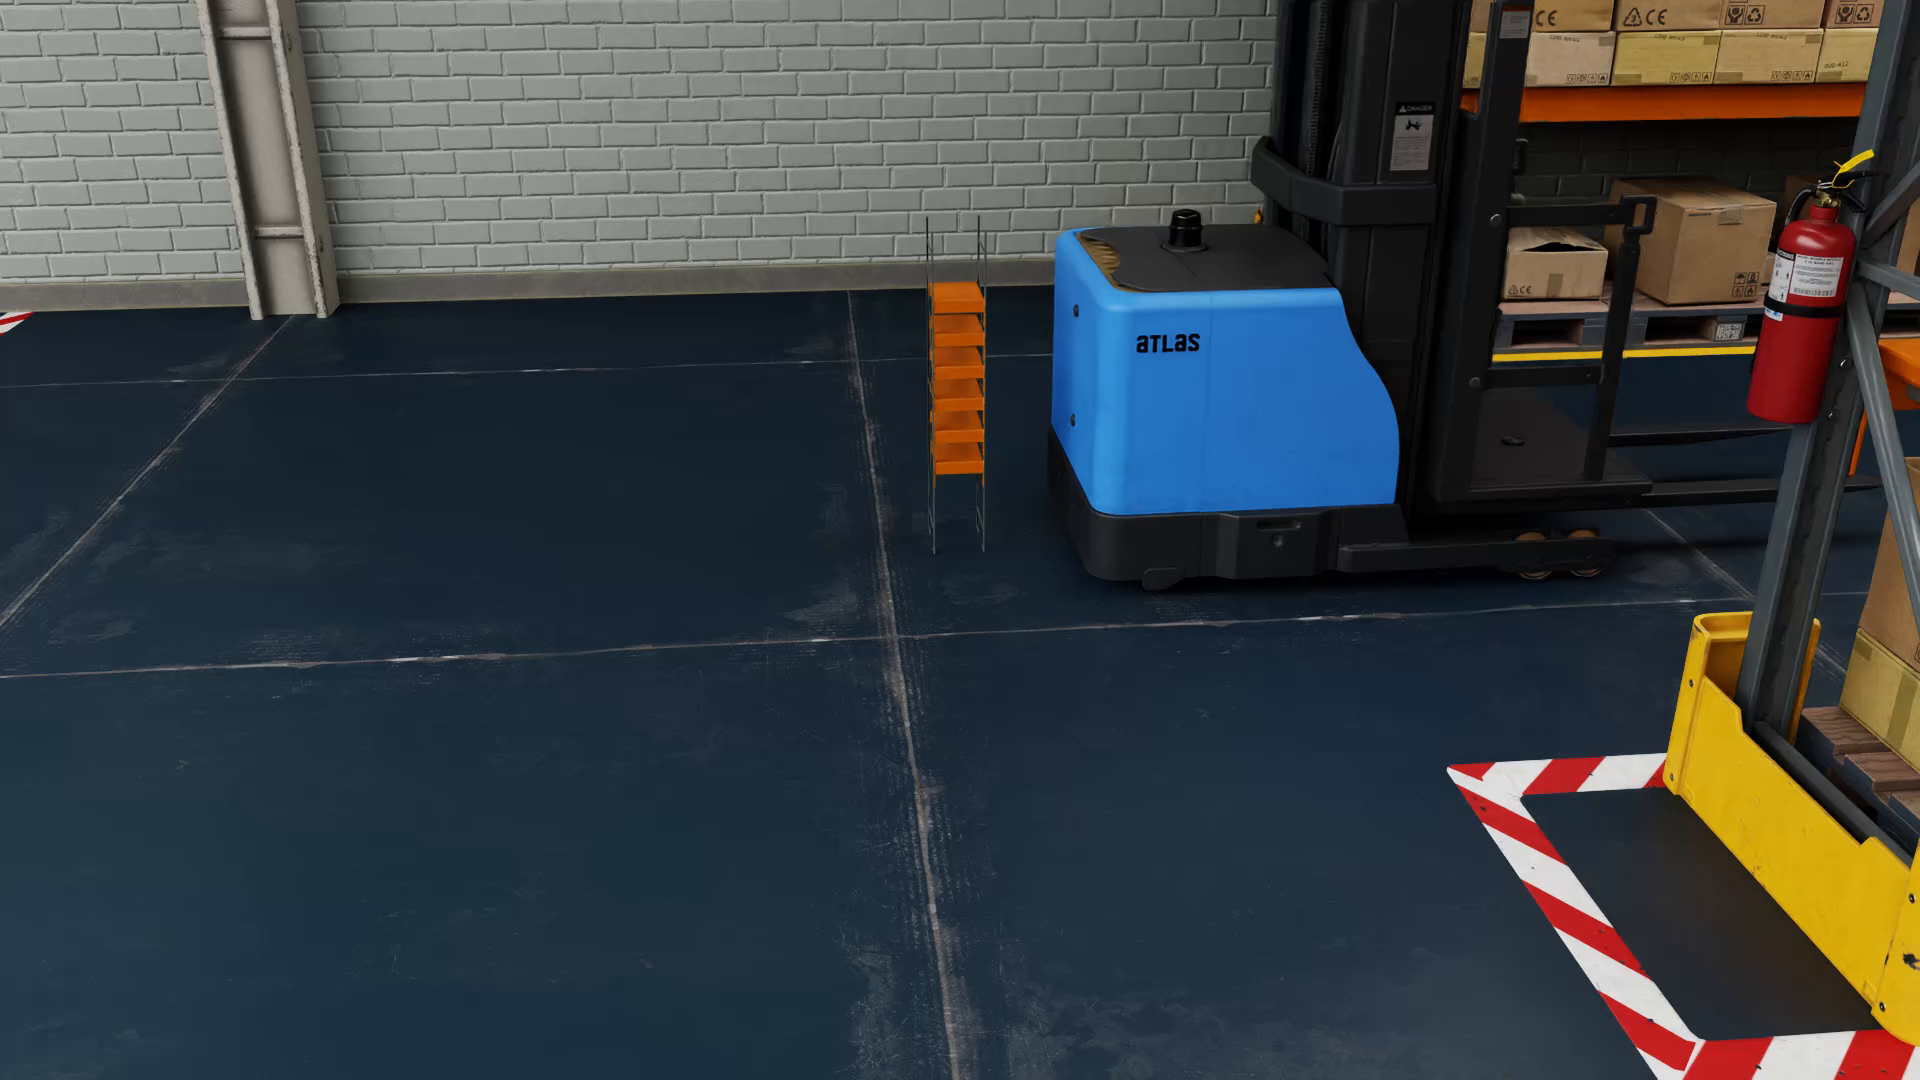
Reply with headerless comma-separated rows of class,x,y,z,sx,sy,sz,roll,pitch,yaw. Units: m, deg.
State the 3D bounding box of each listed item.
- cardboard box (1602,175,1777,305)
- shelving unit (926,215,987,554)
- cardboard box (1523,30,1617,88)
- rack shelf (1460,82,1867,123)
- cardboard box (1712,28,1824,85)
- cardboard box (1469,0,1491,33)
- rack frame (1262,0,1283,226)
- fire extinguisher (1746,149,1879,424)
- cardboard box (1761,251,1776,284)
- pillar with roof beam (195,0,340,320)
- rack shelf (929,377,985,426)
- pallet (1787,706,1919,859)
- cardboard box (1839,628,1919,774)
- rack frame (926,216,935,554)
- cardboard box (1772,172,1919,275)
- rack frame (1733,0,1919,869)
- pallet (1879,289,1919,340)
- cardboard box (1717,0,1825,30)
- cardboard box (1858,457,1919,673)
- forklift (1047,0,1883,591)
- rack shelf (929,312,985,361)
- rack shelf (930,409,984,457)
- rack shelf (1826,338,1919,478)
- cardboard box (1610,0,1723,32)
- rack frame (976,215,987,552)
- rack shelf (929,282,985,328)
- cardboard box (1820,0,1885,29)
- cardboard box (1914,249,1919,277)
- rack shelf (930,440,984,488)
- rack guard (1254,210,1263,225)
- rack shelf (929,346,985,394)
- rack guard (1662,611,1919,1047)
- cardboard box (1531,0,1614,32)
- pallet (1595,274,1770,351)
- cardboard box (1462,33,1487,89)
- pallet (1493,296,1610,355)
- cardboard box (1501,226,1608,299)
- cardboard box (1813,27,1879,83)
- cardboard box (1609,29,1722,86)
cardboard box,3.748,-1.564,8.612,0.500,0.500,0.700,-4,24,-8
shelving unit,-0.014,-0.548,6.005,0.189,1.200,0.258,-2,24,-5
cardboard box,2.780,-2.341,7.983,0.500,0.250,0.500,-3,24,-7
rack shelf,3.738,-2.233,8.467,4.000,0.370,1.077,-2,24,-5
cardboard box,3.791,-2.378,8.067,0.500,0.250,0.500,-2,24,-5
cardboard box,2.253,-2.663,7.785,0.500,0.500,0.500,-2,24,-5
rack frame,1.748,-2.482,8.142,0.127,3.000,1.000,-2,24,-5
fire extinguisher,2.075,-0.628,4.065,0.183,0.674,0.296,-2,24,-5
cardboard box,4.135,-1.485,8.865,0.250,0.149,0.380,-4,24,-9
pillar with roof beam,-3.188,-3.622,3.319,0.400,9.000,9.100,-2,24,-5
rack shelf,-0.014,-0.507,6.023,0.180,0.103,0.258,-2,24,-5
pallet,2.996,0.747,4.310,1.213,0.211,1.003,-2,24,-5
cardboard box,2.743,0.444,4.427,0.500,0.250,0.500,-2,24,-5
rack frame,-0.105,-0.544,5.997,0.006,1.200,0.240,-2,24,-5
cardboard box,4.700,-1.643,8.790,0.500,0.500,0.500,-4,24,-9
rack frame,2.239,-0.480,3.637,0.127,3.000,1.000,-2,24,-5
pallet,5.064,-1.327,8.975,1.213,0.211,1.003,-2,24,-5
cardboard box,3.773,-2.722,7.919,0.500,0.500,0.500,-2,24,-3
cardboard box,2.743,0.100,4.277,0.500,0.500,0.500,-2,24,-5
forklift,1.898,-1.408,5.810,3.031,2.935,1.130,-3,24,-6
rack shelf,-0.014,-0.726,5.926,0.180,0.103,0.258,-2,24,-5
rack shelf,-0.014,-0.397,6.072,0.180,0.103,0.258,-2,24,-5
rack shelf,4.229,-0.231,3.963,4.000,0.370,1.077,-2,24,-5
cardboard box,3.260,-2.697,7.861,0.500,0.500,0.500,-3,24,-7
rack frame,0.077,-0.551,6.013,0.006,1.200,0.240,-2,24,-5
rack shelf,-0.014,-0.836,5.877,0.180,0.103,0.258,-2,24,-5
cardboard box,4.290,-2.743,7.966,0.500,0.500,0.500,-3,24,-7
cardboard box,5.199,-1.515,8.912,0.250,0.166,0.380,-5,25,-12
rack shelf,-0.014,-0.288,6.121,0.180,0.103,0.258,-2,24,-5
rack guard,1.824,-1.343,8.656,0.348,0.500,1.175,-2,24,-5
rack shelf,-0.014,-0.617,5.974,0.180,0.103,0.258,-2,24,-5
rack guard,2.215,0.663,4.143,0.348,0.500,1.175,-2,24,-5
cardboard box,2.746,-2.679,7.821,0.500,0.500,0.500,-2,24,-5
pallet,3.847,-1.277,8.862,1.213,0.211,1.003,-2,24,-5
cardboard box,2.265,-2.314,7.923,0.500,0.250,0.500,-3,24,-7
pallet,2.636,-1.229,8.756,1.213,0.211,1.003,-2,24,-5
cardboard box,3.013,-1.469,8.630,0.500,0.311,0.500,0,24,-1
cardboard box,4.292,-2.398,8.113,0.500,0.250,0.500,-2,24,-5
cardboard box,3.288,-2.359,8.023,0.500,0.250,0.500,-3,24,-6
